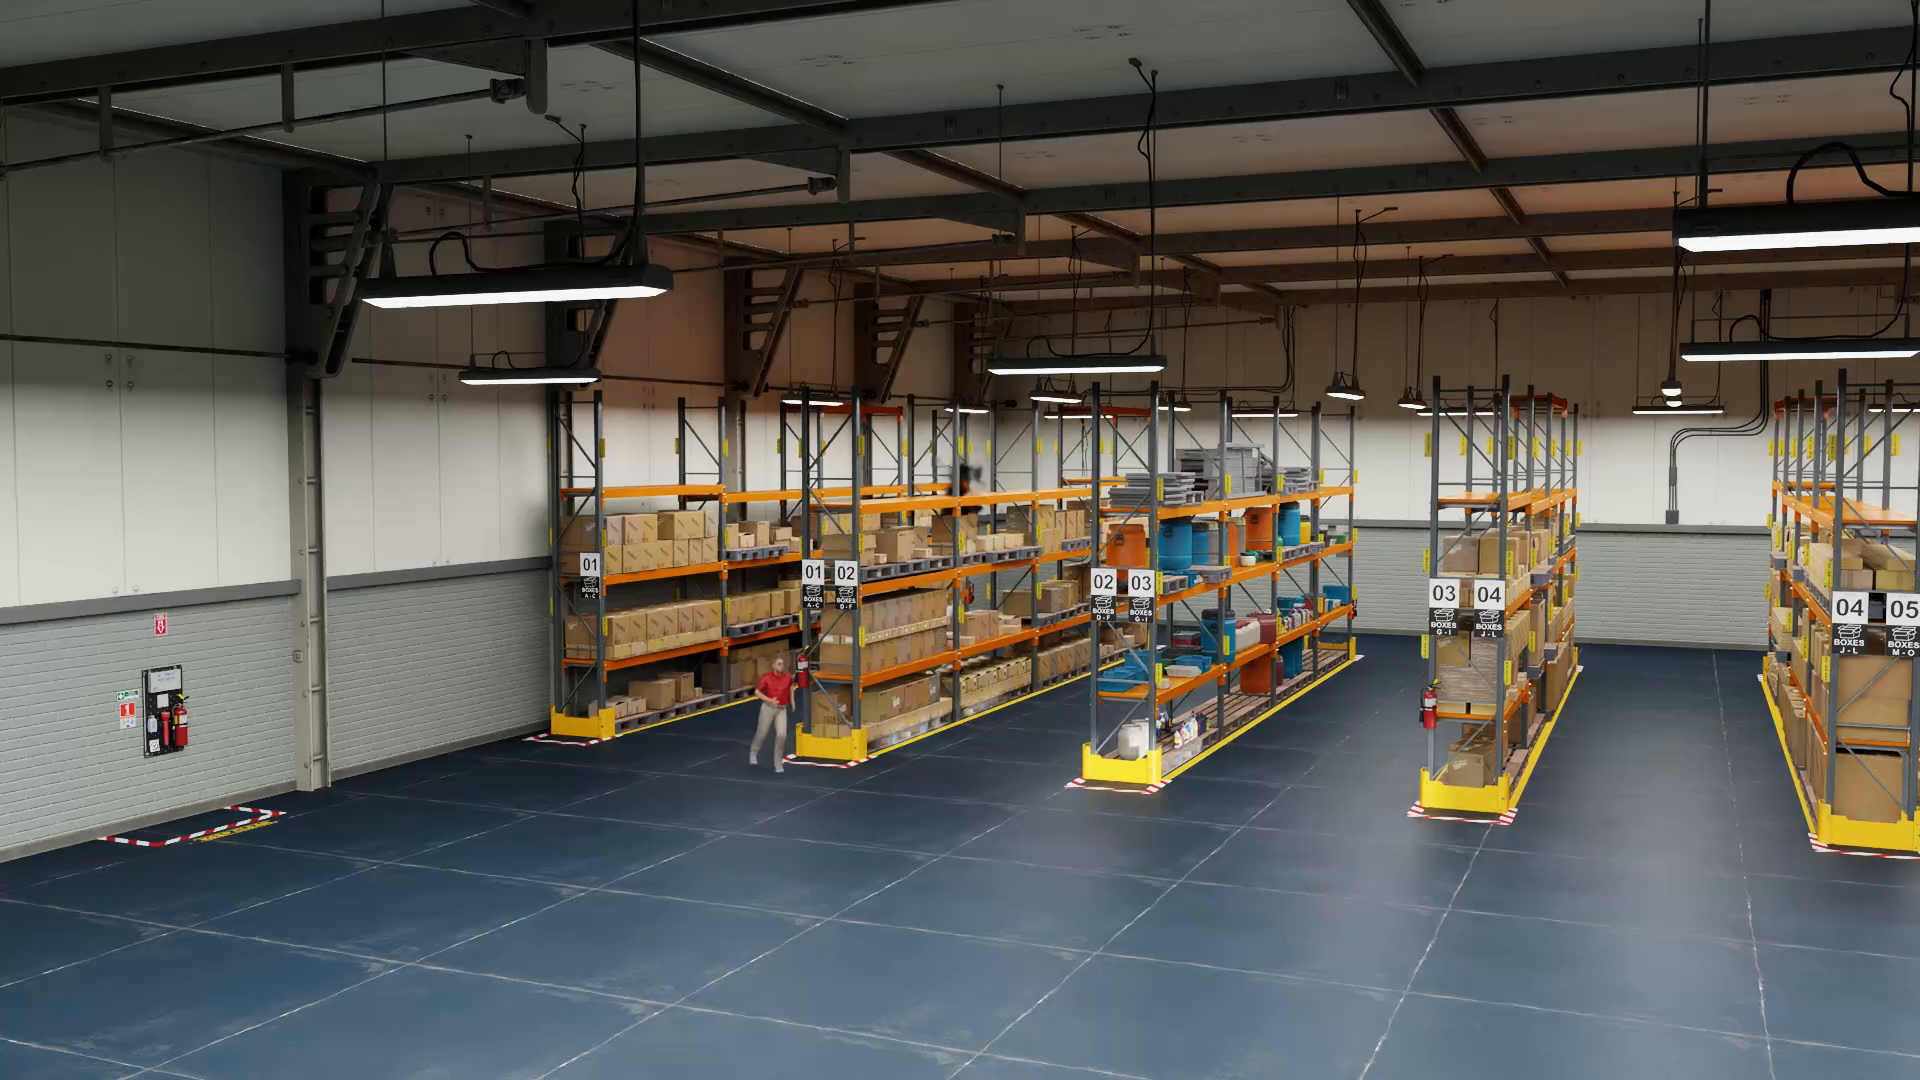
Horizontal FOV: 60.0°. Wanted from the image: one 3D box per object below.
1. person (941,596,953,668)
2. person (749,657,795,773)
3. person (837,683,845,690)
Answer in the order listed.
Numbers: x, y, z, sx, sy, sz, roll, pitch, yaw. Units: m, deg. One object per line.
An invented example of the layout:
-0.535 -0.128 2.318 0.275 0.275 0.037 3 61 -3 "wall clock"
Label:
-0.384 2.068 37.378 0.656 1.738 0.592 1 3 10 "person"
-2.881 2.720 25.975 0.716 1.789 0.828 -2 4 -26 "person"
-2.087 2.397 31.149 0.711 1.769 0.900 1 3 16 "person"
